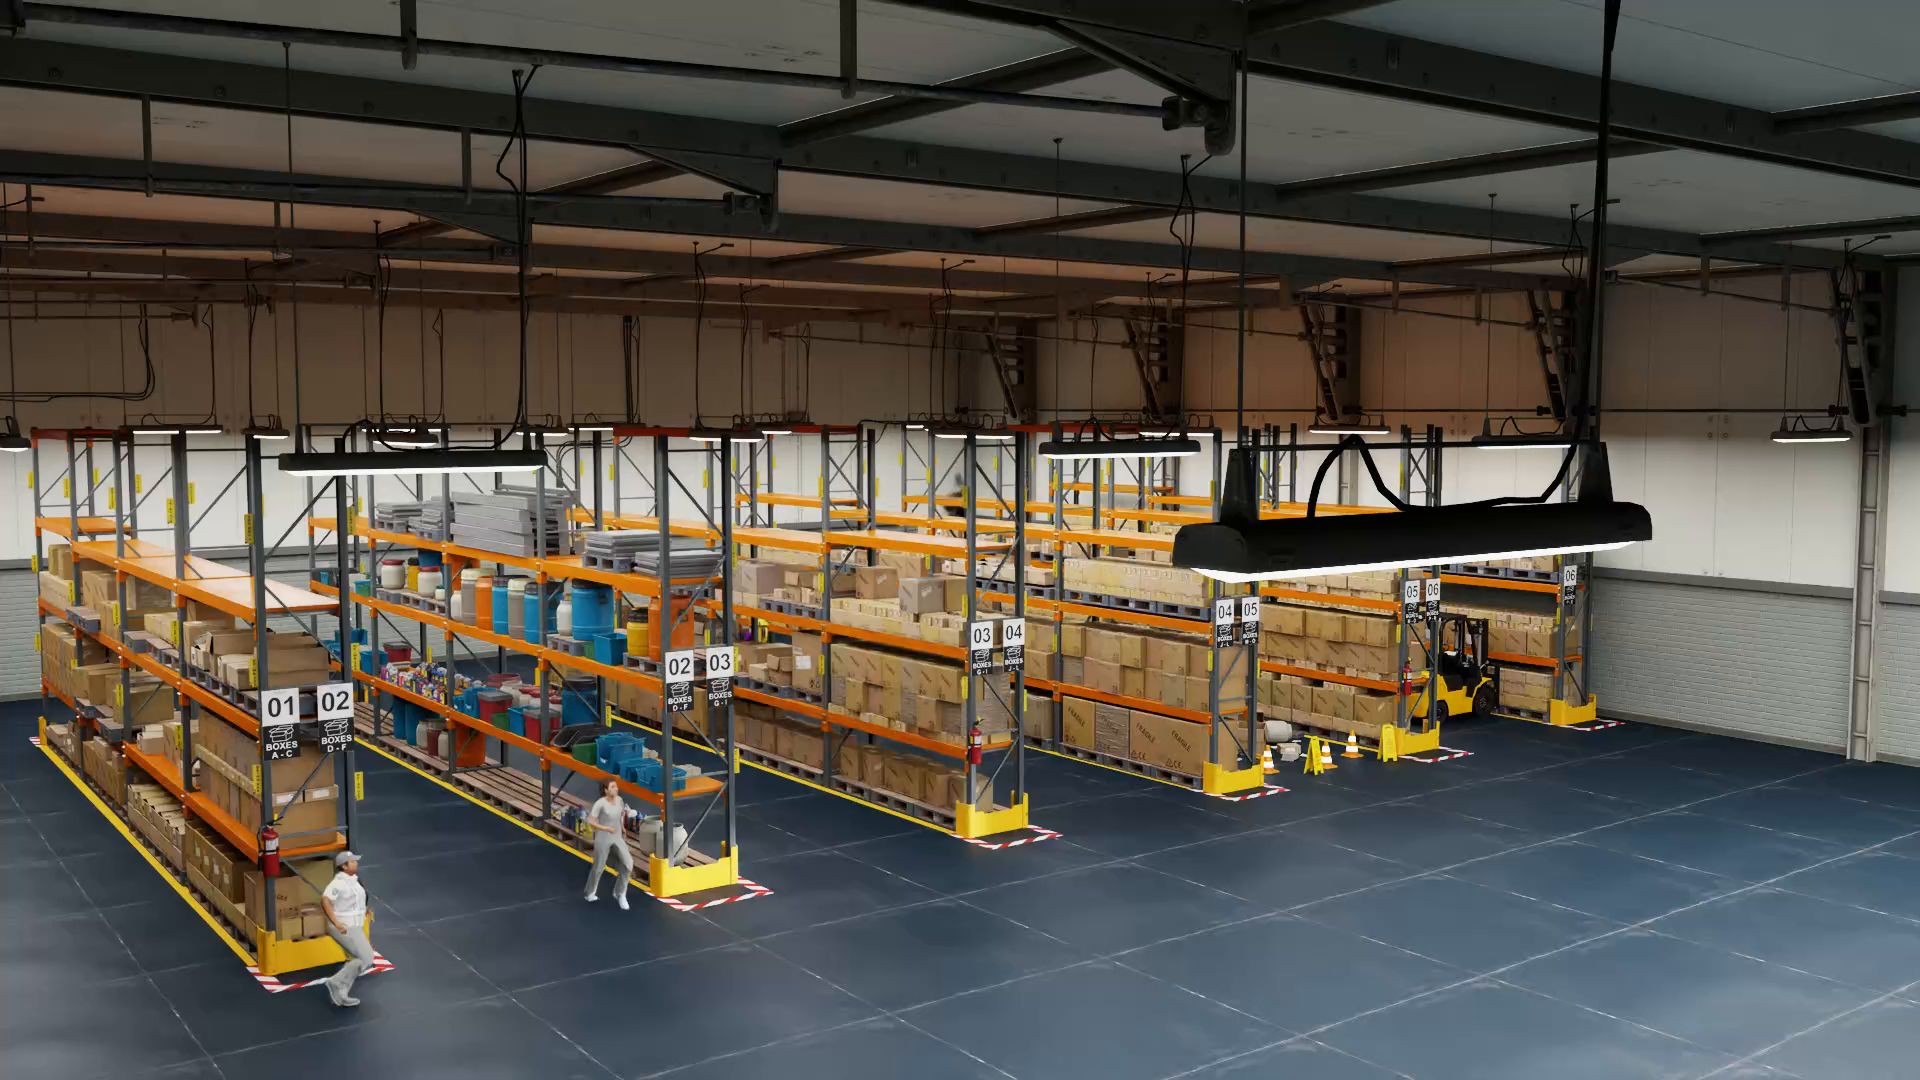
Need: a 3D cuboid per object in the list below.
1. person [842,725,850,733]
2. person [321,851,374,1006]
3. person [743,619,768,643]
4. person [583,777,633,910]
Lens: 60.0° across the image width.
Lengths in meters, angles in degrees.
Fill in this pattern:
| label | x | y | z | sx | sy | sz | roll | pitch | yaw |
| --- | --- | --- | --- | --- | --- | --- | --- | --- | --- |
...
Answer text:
| label | x | y | z | sx | sy | sz | roll | pitch | yaw |
| --- | --- | --- | --- | --- | --- | --- | --- | --- | --- |
| person | -2.314 | 2.964 | 31.623 | 0.724 | 1.786 | 0.865 | -4 | 6 | -42 |
| person | -6.509 | 4.132 | 17.764 | 0.503 | 1.615 | 0.648 | -1 | 5 | -13 |
| person | -4.630 | 2.587 | 37.256 | 1.047 | 1.729 | 0.740 | 4 | 6 | 43 |
| person | -4.460 | 3.841 | 21.186 | 0.622 | 1.659 | 0.730 | -4 | 6 | -43 |
